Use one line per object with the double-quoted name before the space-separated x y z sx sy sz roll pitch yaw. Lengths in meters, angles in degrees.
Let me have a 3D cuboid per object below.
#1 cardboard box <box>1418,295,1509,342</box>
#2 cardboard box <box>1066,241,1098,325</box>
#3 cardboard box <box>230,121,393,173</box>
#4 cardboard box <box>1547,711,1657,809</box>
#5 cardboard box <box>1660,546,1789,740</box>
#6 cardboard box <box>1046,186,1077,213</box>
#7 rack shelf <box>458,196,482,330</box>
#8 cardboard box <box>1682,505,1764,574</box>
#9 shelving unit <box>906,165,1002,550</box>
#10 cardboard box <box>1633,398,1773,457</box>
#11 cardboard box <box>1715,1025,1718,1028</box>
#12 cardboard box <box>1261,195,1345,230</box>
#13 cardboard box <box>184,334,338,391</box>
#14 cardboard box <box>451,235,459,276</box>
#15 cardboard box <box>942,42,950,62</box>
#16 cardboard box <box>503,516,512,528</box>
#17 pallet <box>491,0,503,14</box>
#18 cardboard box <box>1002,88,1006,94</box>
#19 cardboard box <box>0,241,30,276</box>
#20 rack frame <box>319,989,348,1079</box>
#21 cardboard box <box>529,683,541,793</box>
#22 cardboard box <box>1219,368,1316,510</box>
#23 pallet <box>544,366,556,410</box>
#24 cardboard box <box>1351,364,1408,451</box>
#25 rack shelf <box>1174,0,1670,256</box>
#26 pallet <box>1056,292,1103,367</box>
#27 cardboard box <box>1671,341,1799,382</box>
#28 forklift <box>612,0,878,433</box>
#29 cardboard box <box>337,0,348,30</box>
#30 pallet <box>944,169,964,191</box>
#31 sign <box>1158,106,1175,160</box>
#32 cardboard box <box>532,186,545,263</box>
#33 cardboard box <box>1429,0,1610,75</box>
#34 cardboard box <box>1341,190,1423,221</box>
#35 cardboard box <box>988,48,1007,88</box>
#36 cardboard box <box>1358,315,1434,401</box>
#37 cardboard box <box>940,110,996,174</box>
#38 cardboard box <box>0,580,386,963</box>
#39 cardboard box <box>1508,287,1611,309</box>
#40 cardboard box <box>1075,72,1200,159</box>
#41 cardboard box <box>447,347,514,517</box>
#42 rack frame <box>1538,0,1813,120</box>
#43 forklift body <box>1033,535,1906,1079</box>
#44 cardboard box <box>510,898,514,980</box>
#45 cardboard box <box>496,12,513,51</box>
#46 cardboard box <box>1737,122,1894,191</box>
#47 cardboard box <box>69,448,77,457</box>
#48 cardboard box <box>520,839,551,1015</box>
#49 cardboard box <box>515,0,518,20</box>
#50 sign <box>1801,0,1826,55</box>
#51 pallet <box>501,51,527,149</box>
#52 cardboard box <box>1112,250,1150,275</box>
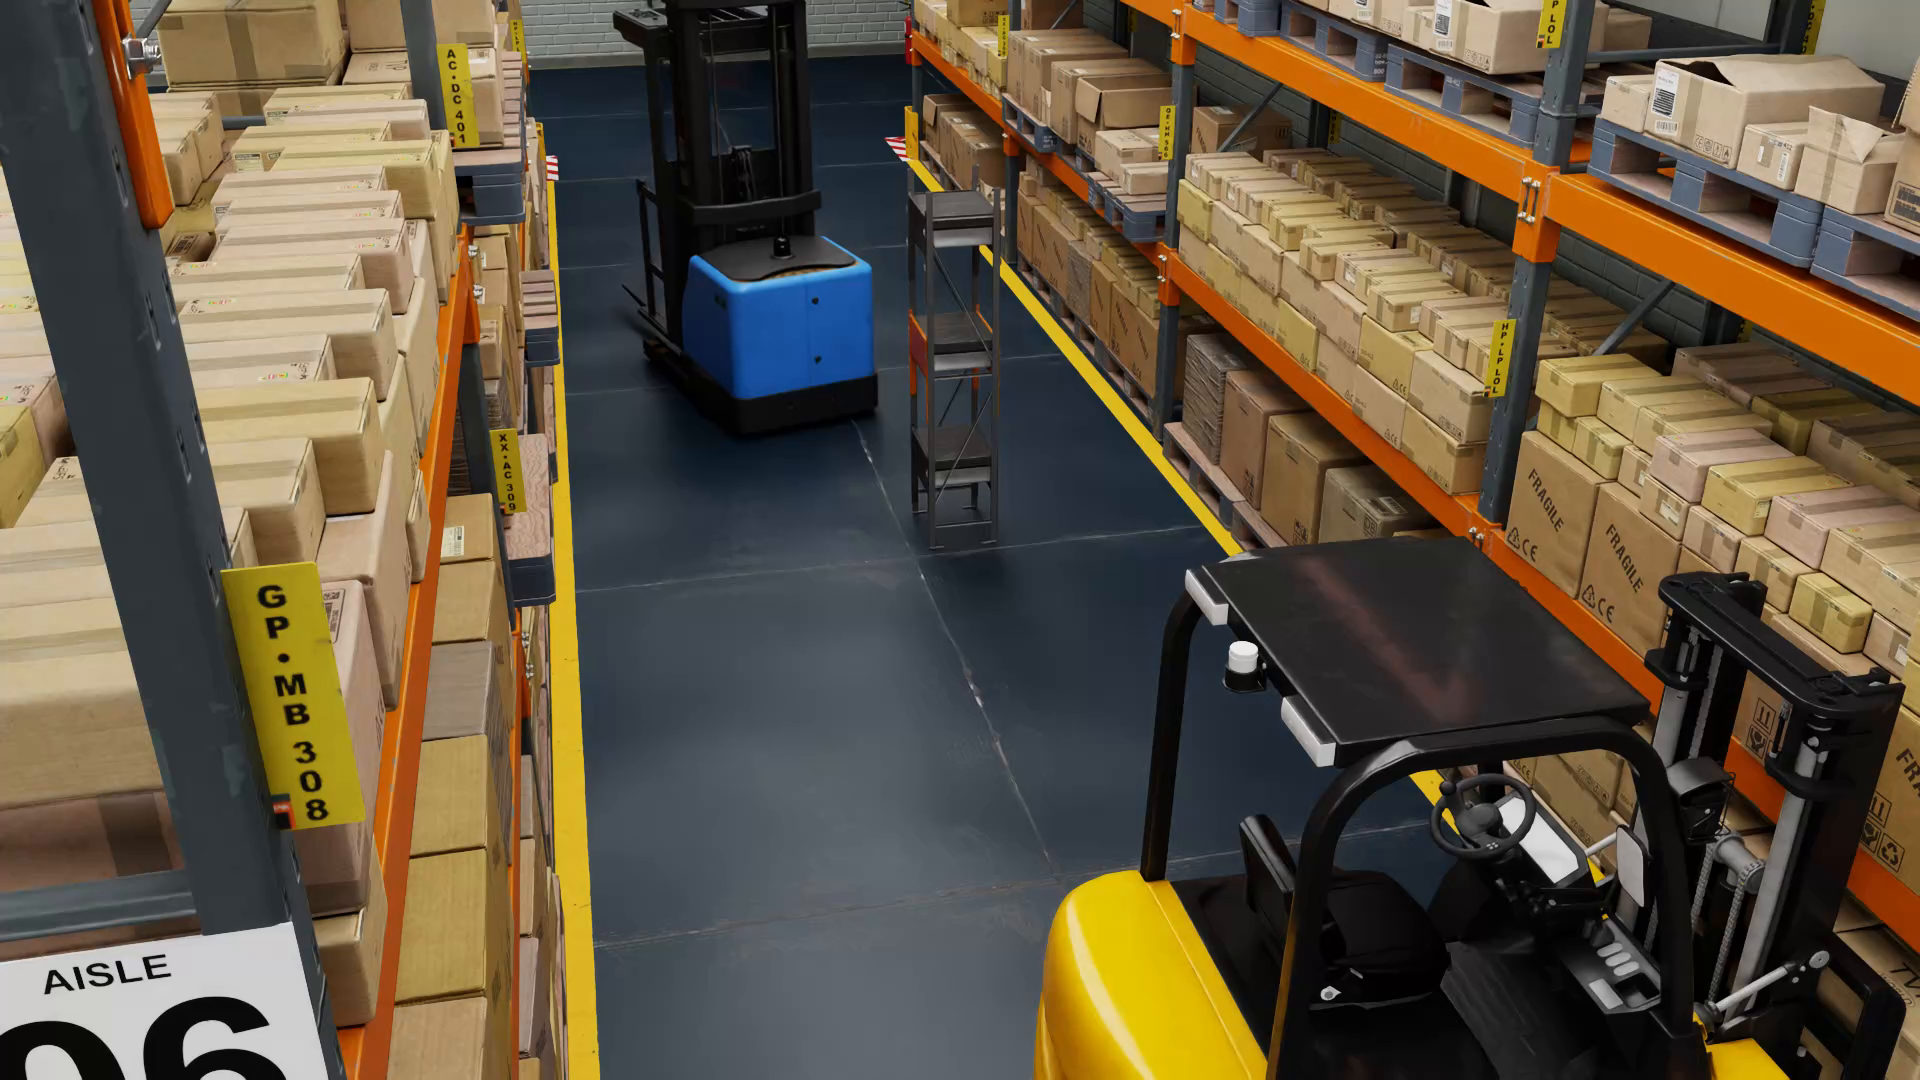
"cardboard box" 2.319 -0.990 7.552 0.380 0.149 0.250 -6 27 -12
"cardboard box" 1.127 -1.972 12.636 0.500 0.500 0.500 -7 28 -13
"cardboard box" -1.755 -1.035 4.537 0.380 0.149 0.250 -5 27 -10
"cardboard box" 2.600 0.759 6.393 0.500 0.250 0.500 -6 27 -12
"cardboard box" 2.786 0.321 5.673 0.500 0.500 0.500 -6 27 -12
"cardboard box" 0.917 -2.768 13.493 0.380 0.149 0.250 -7 28 -14
"rack shelf" -2.594 -1.695 7.248 1.077 0.370 4.000 -6 27 -12
"cardboard box" 2.694 -0.016 5.621 0.380 0.149 0.250 -6 27 -12
"shelving unit" -0.037 -1.010 9.421 0.431 2.100 0.503 -6 27 -12
"cardboard box" 2.688 -0.385 6.022 0.380 0.149 0.250 -6 27 -13
"cardboard box" 2.834 1.652 5.734 0.500 0.250 0.500 -5 27 -10
"cardboard box" 1.876 -1.777 9.110 0.380 0.149 0.250 -6 27 -11
"cardboard box" -1.325 -0.244 2.970 0.380 0.149 0.250 -6 27 -12
"cardboard box" -1.775 -0.918 5.190 0.380 0.149 0.250 -6 27 -11
"cardboard box" 0.036 -4.718 16.046 0.380 0.149 0.250 -7 28 -13
"cardboard box" -1.960 -0.149 6.529 0.380 0.149 0.250 -6 27 -11
"pallet" -3.242 -3.087 9.417 1.213 0.211 1.003 -5 27 -9
"cardboard box" 0.571 -3.819 14.265 0.380 0.149 0.250 -6 27 -11
"cardboard box" -1.960 -0.536 3.548 0.380 0.149 0.250 -5 27 -11
"rack frame" -1.242 1.957 2.543 1.000 3.000 0.127 -6 27 -12
"cardboard box" -2.264 0.957 6.975 0.950 0.372 0.625 -6 27 -11
"cardboard box" 2.072 -0.627 9.832 0.875 0.625 0.625 -5 27 -10
"pallet" -3.421 -1.198 11.890 1.003 0.211 1.213 -6 27 -12
"cardboard box" 2.204 -0.652 7.880 0.500 0.250 0.500 -6 27 -12
"rack shelf" 2.241 -2.200 8.250 1.077 0.370 4.000 -6 27 -12
"pallet" 1.387 -1.682 12.848 1.003 0.211 1.213 -6 27 -12
"cardboard box" 3.058 -0.662 6.572 0.380 0.149 0.250 -6 27 -11
"forklift" -1.703 -2.646 11.739 1.130 2.935 3.031 -14 30 -25
"cardboard box" -2.650 -2.169 6.534 0.500 0.250 0.500 -6 27 -11
"pallet" 0.456 -3.410 16.271 1.003 0.211 1.213 -6 27 -12
"sign" 1.264 -2.483 10.143 0.100 0.325 0.005 -6 27 -12
"cardboard box" -3.983 -2.641 14.031 0.875 0.438 0.875 -6 27 -12
"cardboard box" 2.291 -2.129 6.832 0.500 0.311 0.500 -7 28 -13
"cardboard box" 2.334 -1.826 9.207 0.380 0.149 0.250 -6 27 -12
"cardboard box" 0.536 -4.081 14.343 0.500 0.250 0.500 -5 27 -10
"cardboard box" 2.209 -0.875 7.767 0.500 0.250 0.500 -7 28 -13
"cardboard box" 0.187 -3.987 16.628 0.700 0.500 0.500 -5 27 -9
"cardboard box" -1.096 0.305 2.325 0.500 0.250 0.500 -6 27 -13
"cardboard box" 2.756 -1.048 7.666 0.380 0.149 0.250 -6 27 -12
"cardboard box" 1.242 -2.992 11.768 0.797 0.503 0.637 -7 28 -13
"cardboard box" -1.970 -0.399 6.304 0.500 0.500 0.500 -5 27 -10
"rack frame" 2.692 -2.983 5.672 1.000 3.000 0.127 -6 27 -12
"forklift body" 1.388 1.183 5.019 2.313 2.155 1.214 -6 27 -12
"cardboard box" -1.420 1.094 4.533 0.380 0.149 0.250 -6 27 -11
"cardboard box" -3.601 -3.631 12.395 0.500 0.500 0.500 -5 27 -10
"cardboard box" 2.670 -1.198 5.168 0.380 0.149 0.250 -5 27 -10
"cardboard box" -1.854 -0.093 3.113 0.500 0.250 0.500 -5 27 -10
"cardboard box" -1.632 1.362 5.476 0.500 0.500 0.500 -5 27 -11
"cardboard box" -4.141 -4.705 14.523 0.500 0.500 0.500 -6 27 -12
"sign" 3.232 -1.967 6.327 0.100 0.325 0.005 -6 27 -12
"pallet" -2.416 -1.791 6.849 1.213 0.211 1.003 -6 27 -12
"cardboard box" 1.309 -1.970 11.912 0.380 0.149 0.250 -5 27 -10
